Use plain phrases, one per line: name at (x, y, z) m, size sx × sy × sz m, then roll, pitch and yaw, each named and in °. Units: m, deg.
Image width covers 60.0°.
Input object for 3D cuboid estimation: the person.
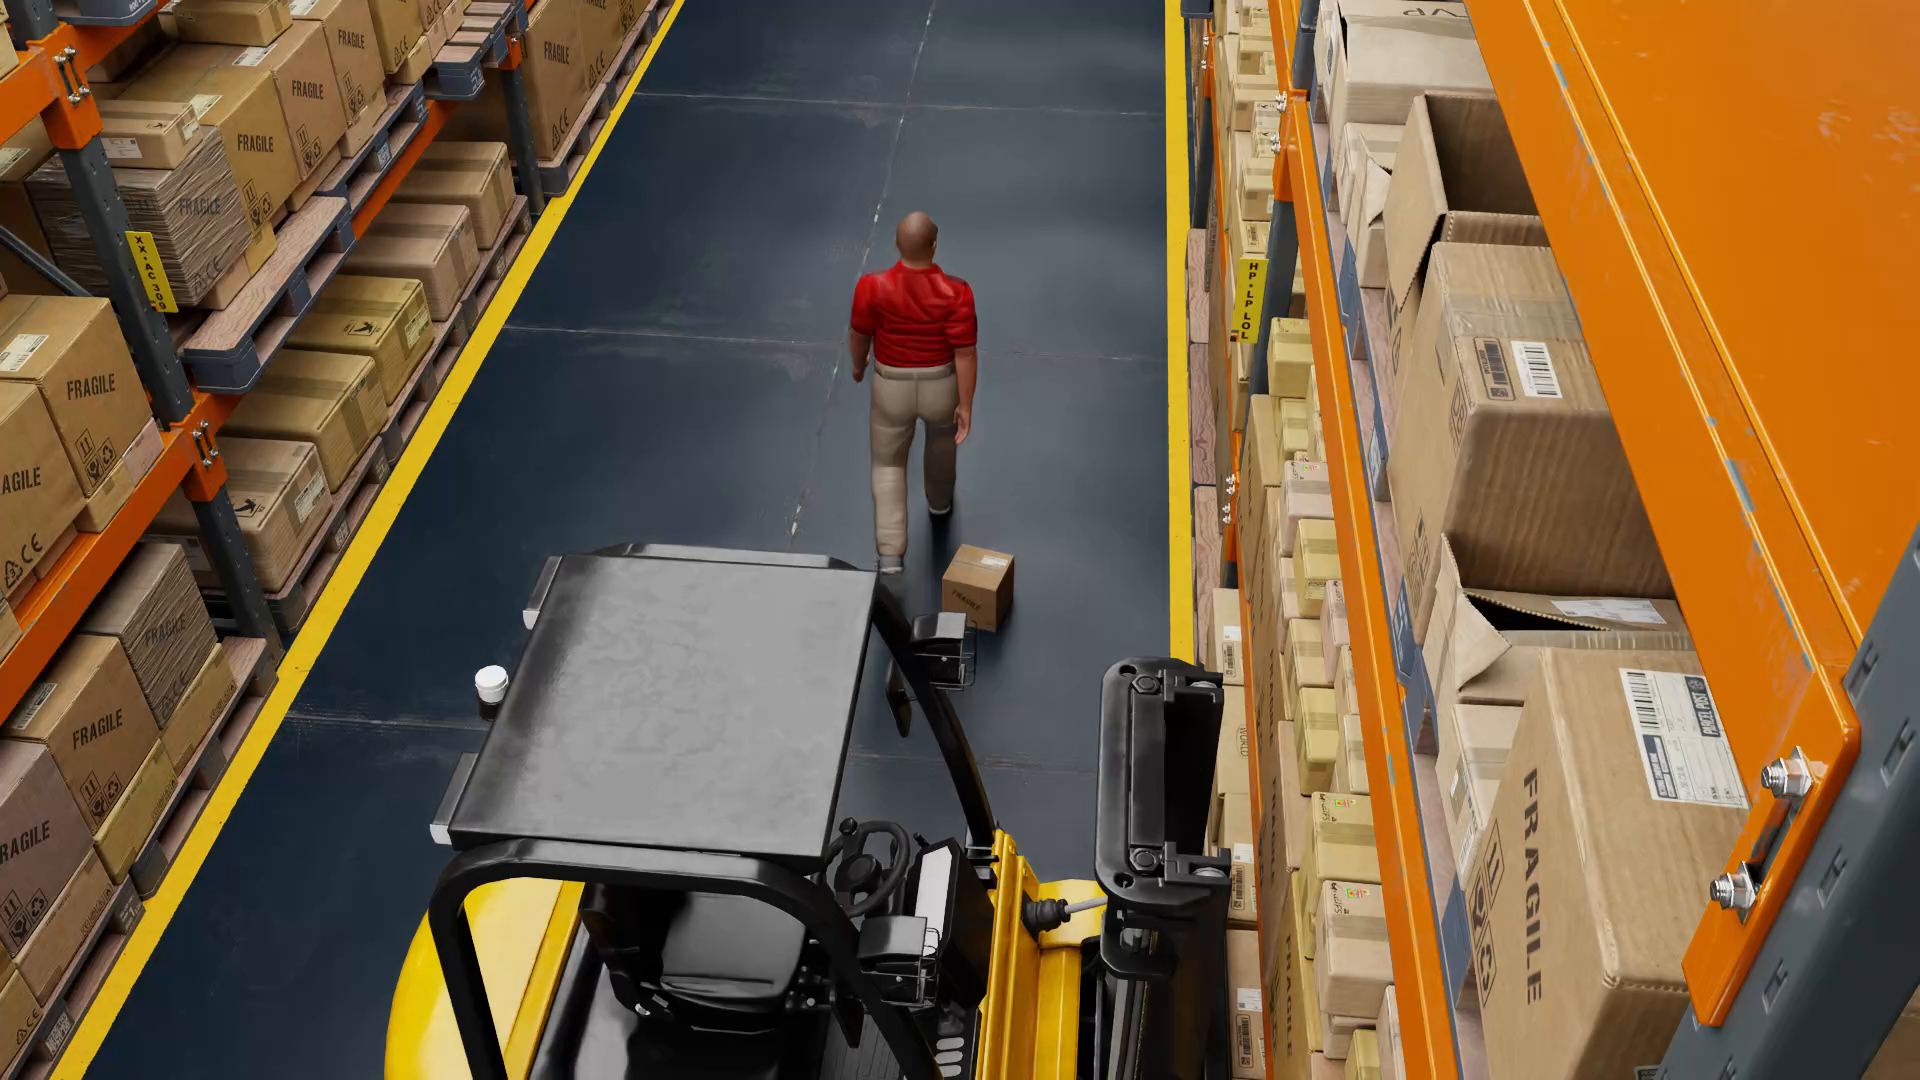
person at (-0.202, -0.658, 7.237) m, size 0.552 × 1.678 × 0.965 m, roll 0°, pitch 40°, yaw 0°
